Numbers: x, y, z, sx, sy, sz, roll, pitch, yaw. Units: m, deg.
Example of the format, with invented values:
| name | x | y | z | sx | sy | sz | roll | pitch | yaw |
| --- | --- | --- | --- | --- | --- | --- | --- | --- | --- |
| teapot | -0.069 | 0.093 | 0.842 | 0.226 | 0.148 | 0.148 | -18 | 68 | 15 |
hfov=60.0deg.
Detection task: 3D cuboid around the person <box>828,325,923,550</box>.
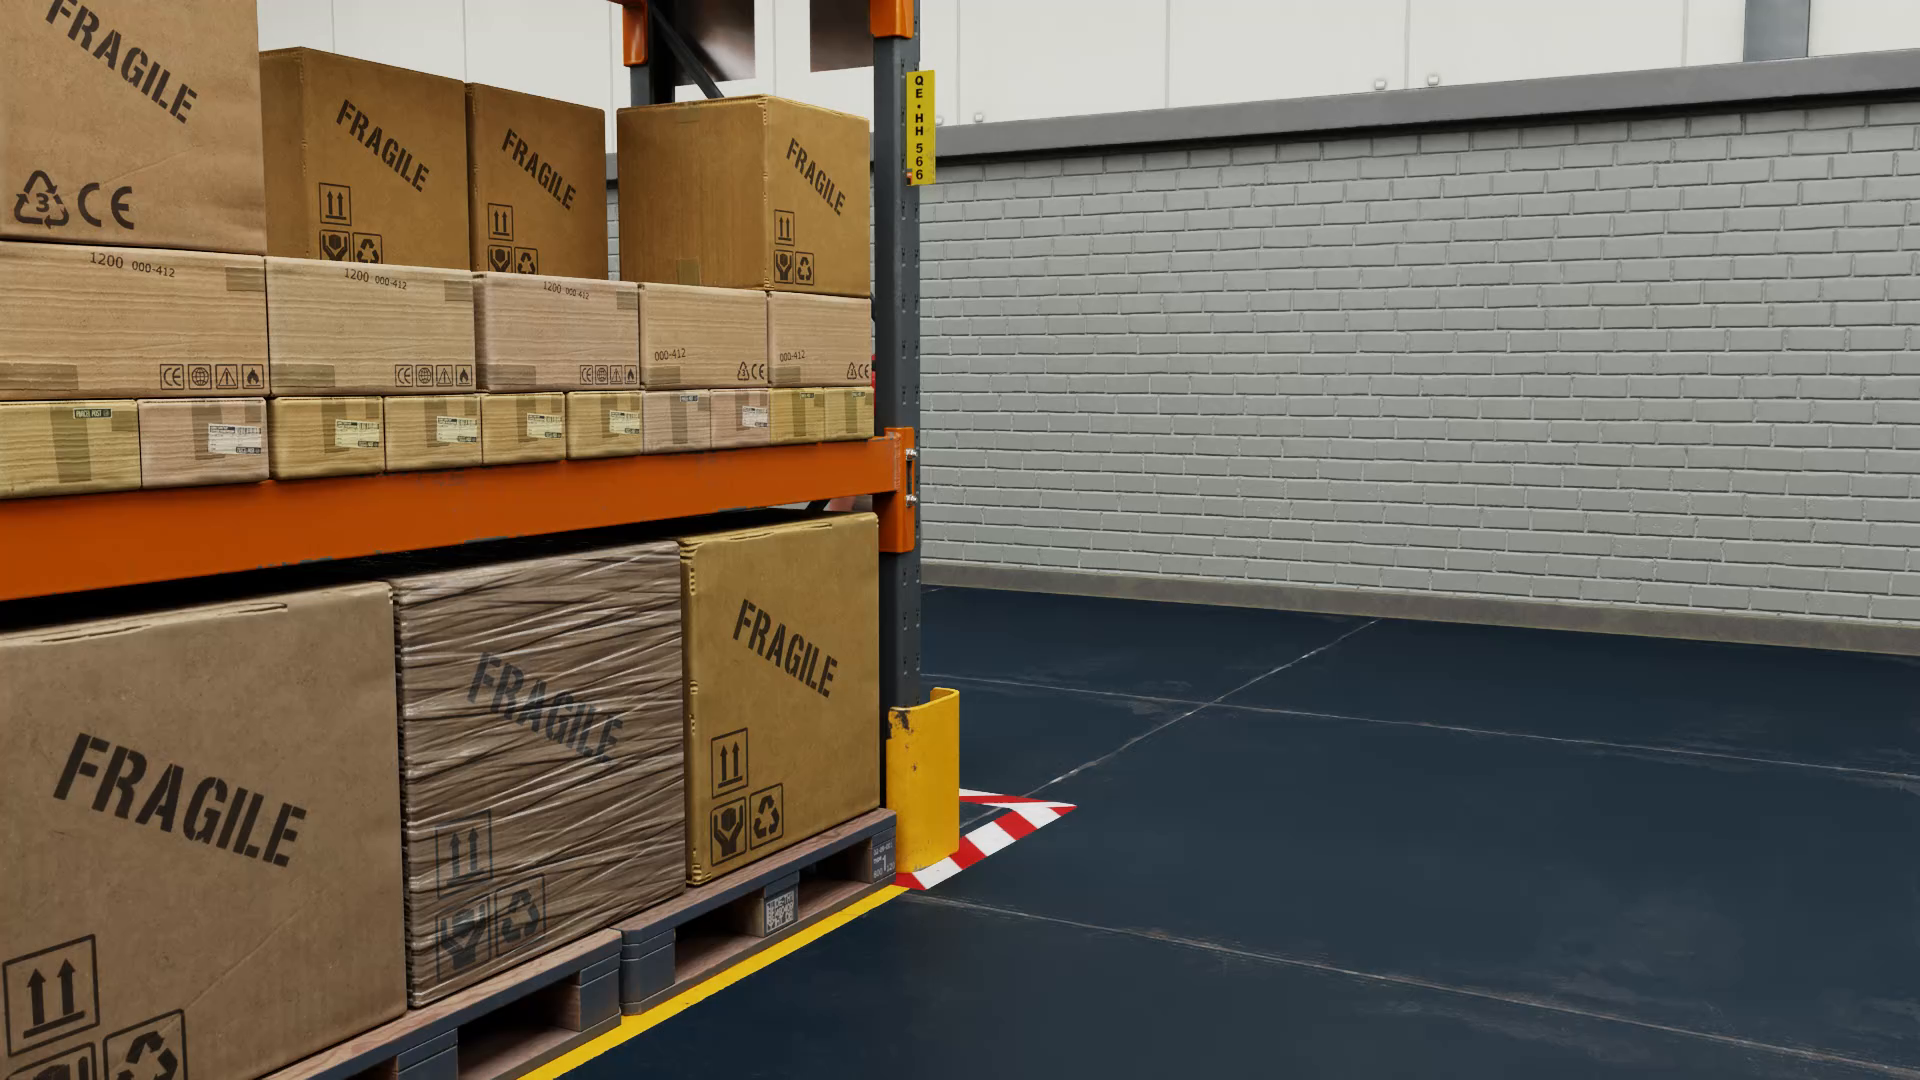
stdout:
| name | x | y | z | sx | sy | sz | roll | pitch | yaw |
| --- | --- | --- | --- | --- | --- | --- | --- | --- | --- |
| person | -0.363 | -0.015 | 6.336 | 0.398 | 1.727 | 0.587 | 2 | 6 | 22 |
